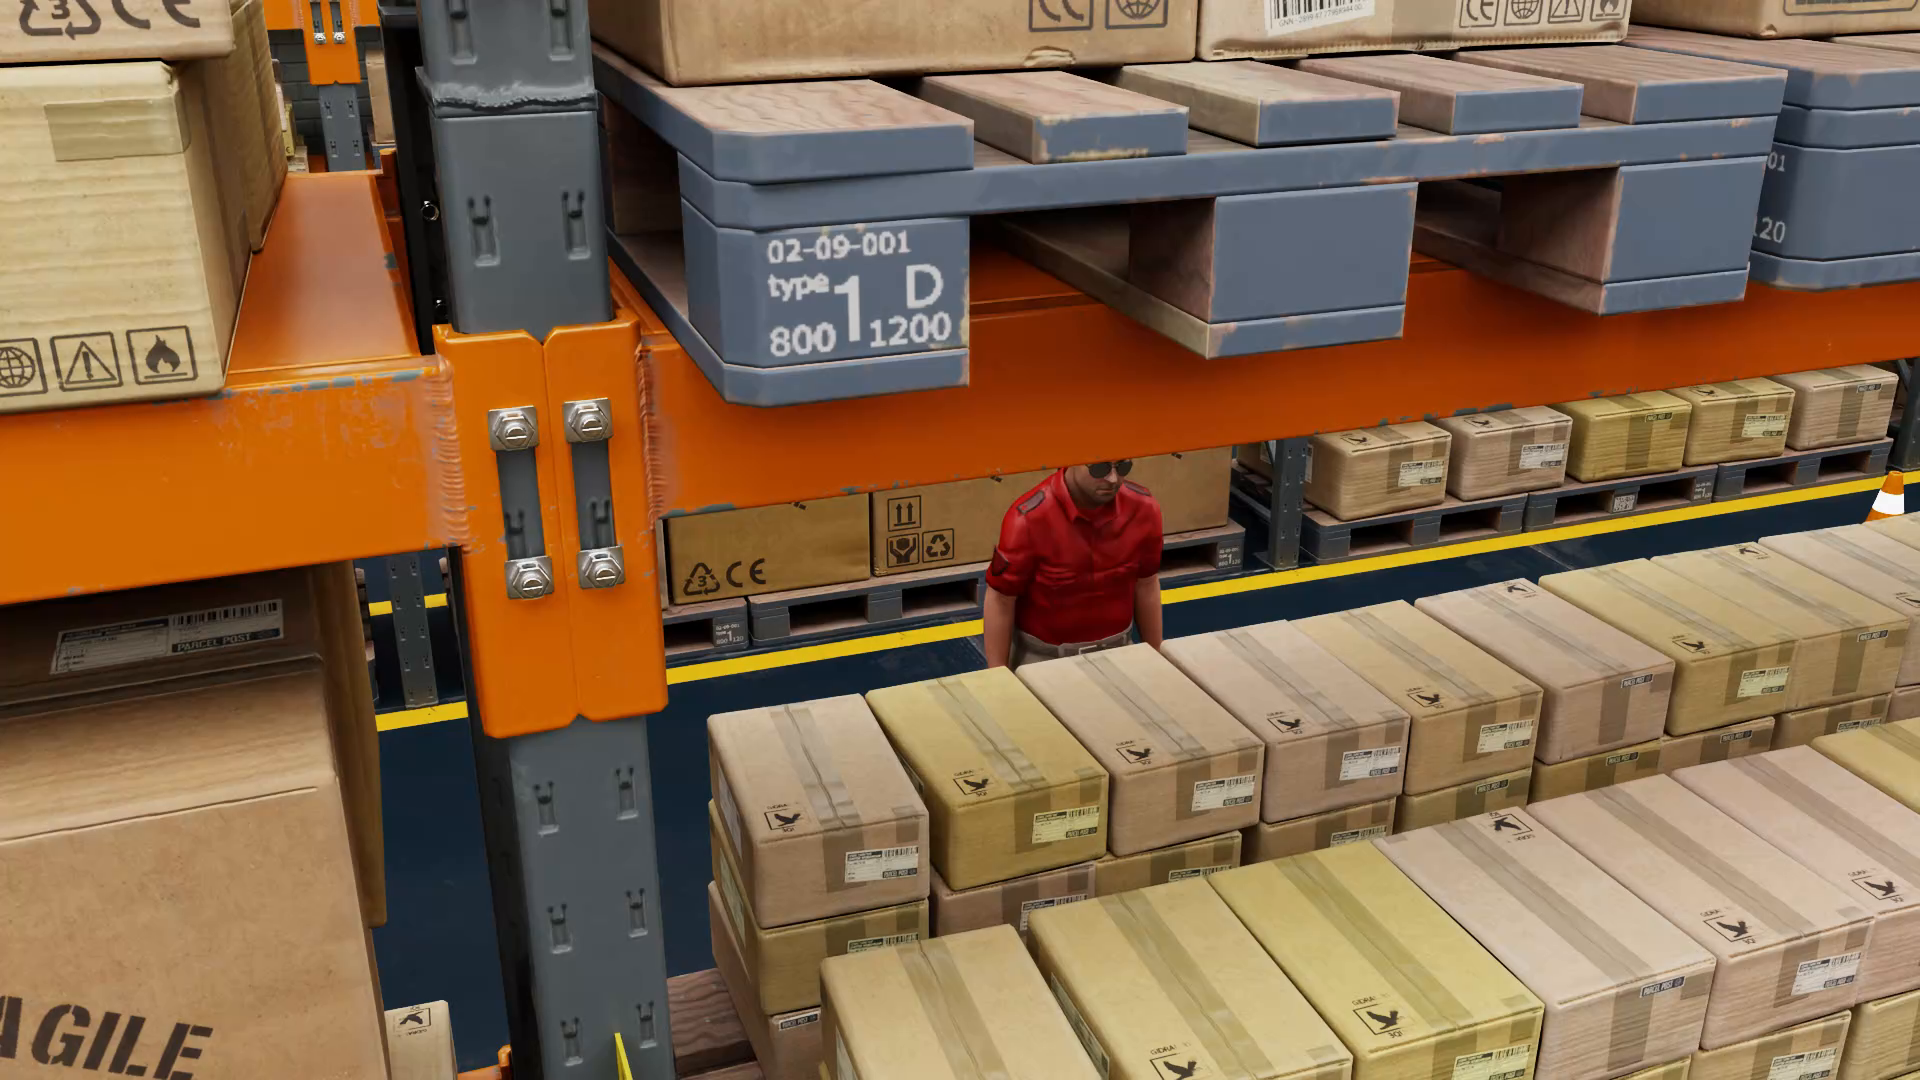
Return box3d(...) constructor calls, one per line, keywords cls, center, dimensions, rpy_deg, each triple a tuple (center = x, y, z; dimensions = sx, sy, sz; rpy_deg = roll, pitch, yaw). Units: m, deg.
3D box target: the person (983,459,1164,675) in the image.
box3d(cls="person", center=(0.357, 0.423, 5.083), dimensions=(0.586, 1.727, 0.395), rpy_deg=(-8, 24, -19))
